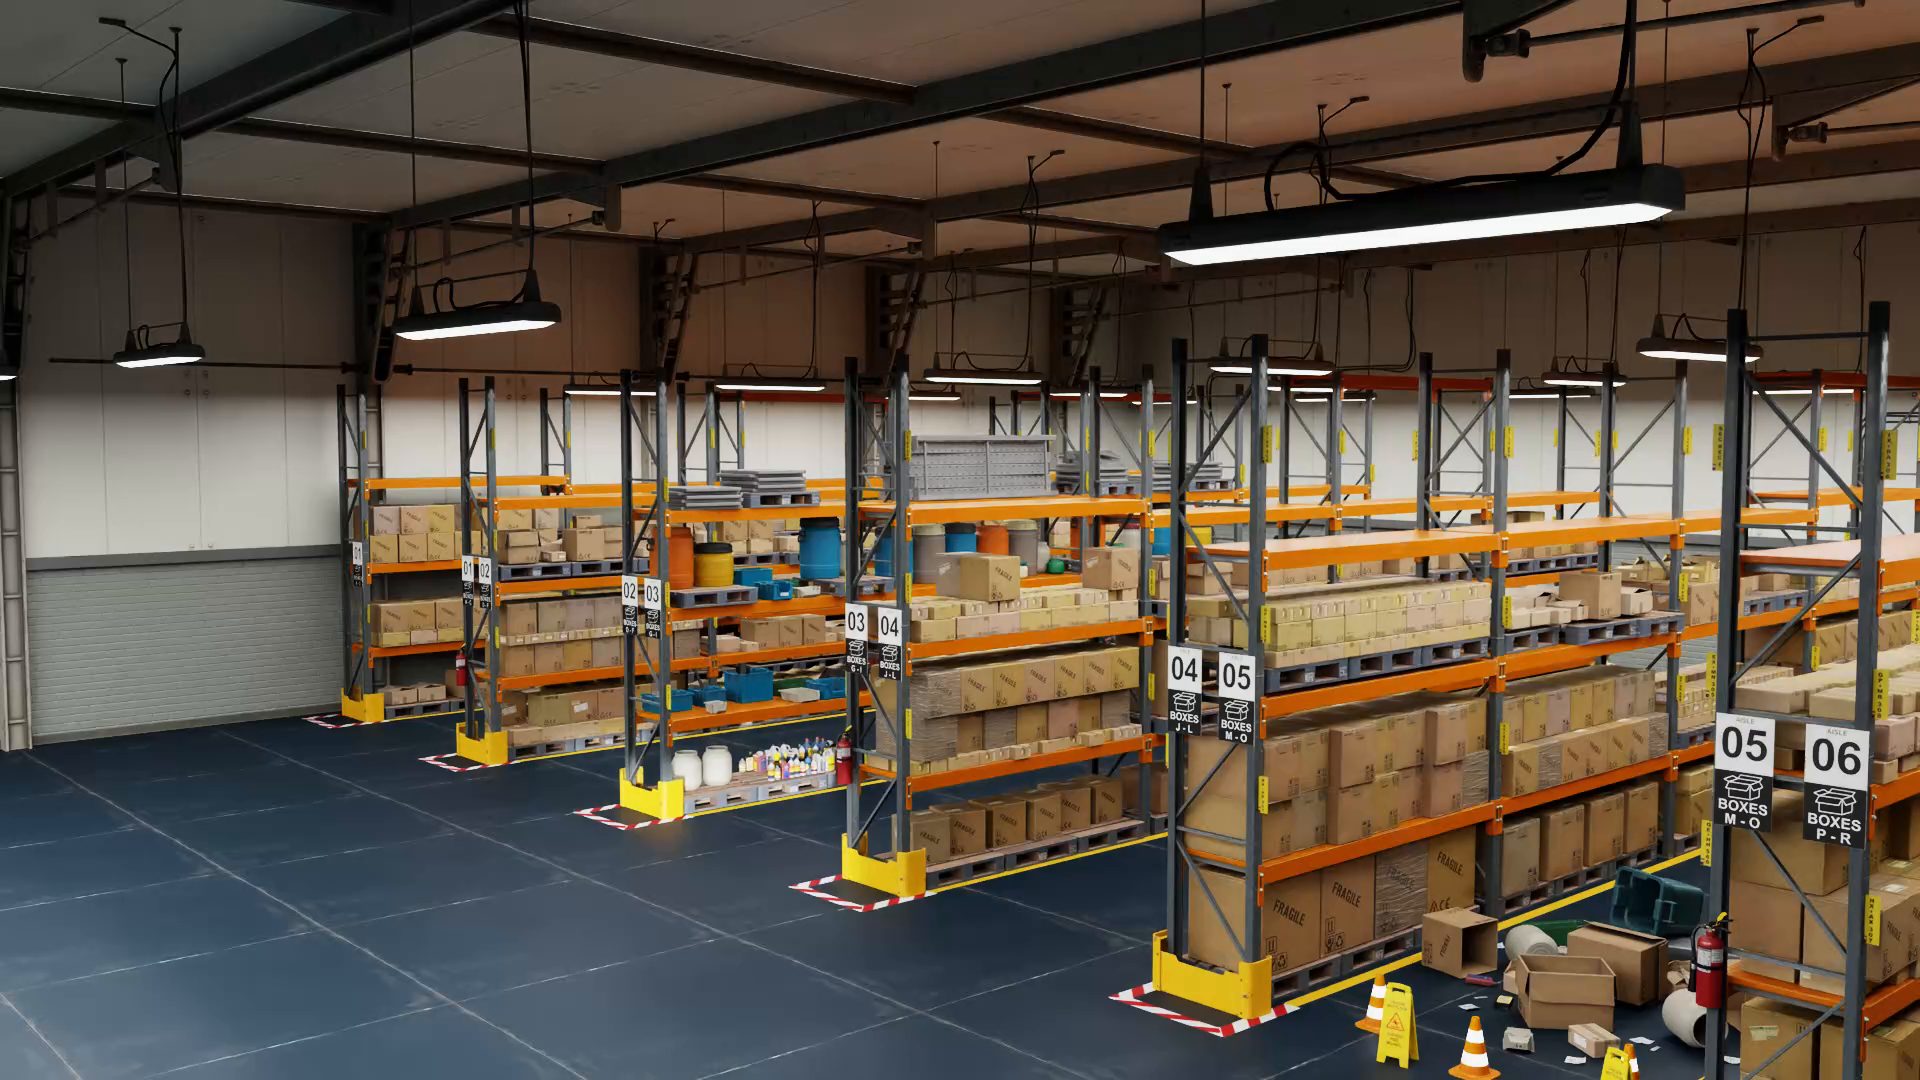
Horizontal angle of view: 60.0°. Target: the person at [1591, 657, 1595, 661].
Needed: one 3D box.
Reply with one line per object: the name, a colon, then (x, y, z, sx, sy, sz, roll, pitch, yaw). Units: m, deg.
person: (10.262, 2.565, 26.783, 1.042, 1.686, 0.746, -3, 5, -41)
